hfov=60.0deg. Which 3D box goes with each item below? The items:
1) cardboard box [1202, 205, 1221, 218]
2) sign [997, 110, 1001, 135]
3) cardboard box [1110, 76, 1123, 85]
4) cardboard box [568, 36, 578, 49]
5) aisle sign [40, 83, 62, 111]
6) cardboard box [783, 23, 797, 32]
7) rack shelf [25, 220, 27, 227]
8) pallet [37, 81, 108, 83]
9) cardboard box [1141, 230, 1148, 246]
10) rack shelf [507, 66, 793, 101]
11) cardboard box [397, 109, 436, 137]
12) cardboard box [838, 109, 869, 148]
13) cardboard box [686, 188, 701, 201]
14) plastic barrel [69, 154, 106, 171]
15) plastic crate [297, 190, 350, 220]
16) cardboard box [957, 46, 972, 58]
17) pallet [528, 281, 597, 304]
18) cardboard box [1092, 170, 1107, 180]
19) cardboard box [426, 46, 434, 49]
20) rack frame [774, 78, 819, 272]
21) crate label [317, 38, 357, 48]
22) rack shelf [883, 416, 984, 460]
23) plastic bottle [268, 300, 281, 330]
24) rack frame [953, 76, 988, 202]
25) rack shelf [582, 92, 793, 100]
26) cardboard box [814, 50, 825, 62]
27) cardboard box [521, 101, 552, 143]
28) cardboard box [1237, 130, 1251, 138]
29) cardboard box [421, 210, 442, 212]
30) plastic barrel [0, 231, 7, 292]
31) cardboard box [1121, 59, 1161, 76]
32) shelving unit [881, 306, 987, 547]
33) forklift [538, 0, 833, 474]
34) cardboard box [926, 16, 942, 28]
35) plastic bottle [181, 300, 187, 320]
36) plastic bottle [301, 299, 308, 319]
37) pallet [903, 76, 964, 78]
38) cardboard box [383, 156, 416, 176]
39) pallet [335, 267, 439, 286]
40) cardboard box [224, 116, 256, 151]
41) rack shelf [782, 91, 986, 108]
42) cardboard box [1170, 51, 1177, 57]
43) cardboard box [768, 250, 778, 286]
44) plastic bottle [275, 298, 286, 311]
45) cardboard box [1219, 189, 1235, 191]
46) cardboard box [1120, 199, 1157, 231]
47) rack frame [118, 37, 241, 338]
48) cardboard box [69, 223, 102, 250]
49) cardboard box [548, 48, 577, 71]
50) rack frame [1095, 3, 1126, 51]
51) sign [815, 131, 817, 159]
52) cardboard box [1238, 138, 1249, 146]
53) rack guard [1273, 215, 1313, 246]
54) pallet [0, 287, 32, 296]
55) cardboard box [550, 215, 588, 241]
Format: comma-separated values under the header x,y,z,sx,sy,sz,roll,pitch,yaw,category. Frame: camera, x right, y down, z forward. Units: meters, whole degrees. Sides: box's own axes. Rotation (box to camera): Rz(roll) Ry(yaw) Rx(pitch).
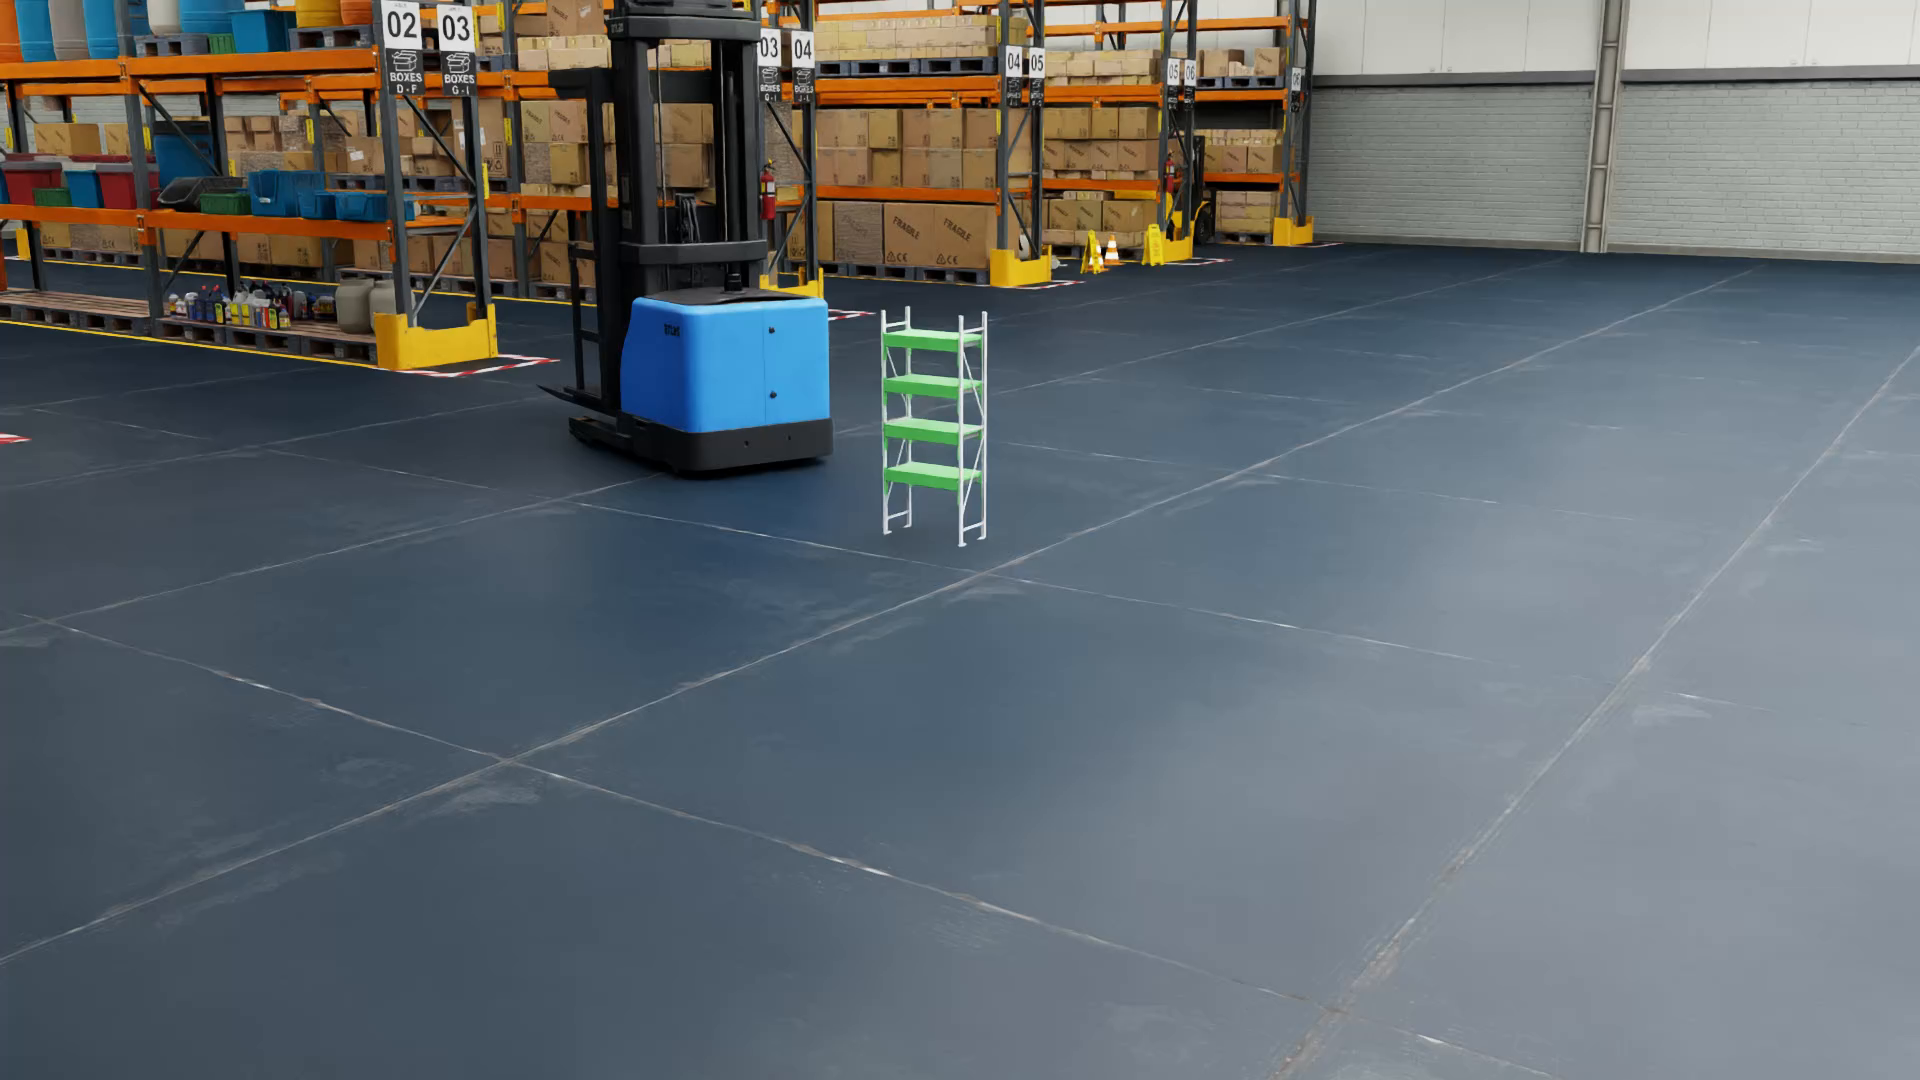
x,y,z,sx,sy,sz,roll,pitch,yaw,category
4.856,-6.324,31.935,0.500,0.250,0.500,9,16,32,cardboard box
0.524,-5.655,22.521,0.005,0.325,0.100,9,17,33,sign
2.639,-7.480,27.077,0.250,0.149,0.380,10,17,34,cardboard box
-4.535,-6.030,20.178,0.250,0.149,0.380,10,17,34,cardboard box
-15.182,-7.586,27.814,0.004,0.787,0.394,9,17,33,aisle sign
-2.368,-7.477,24.325,0.250,0.149,0.380,9,17,33,cardboard box
-13.075,-4.113,20.692,4.000,0.370,1.077,9,17,33,rack shelf
-14.668,-7.570,27.102,1.213,0.211,1.003,9,17,33,pallet
3.002,-5.117,28.099,0.500,0.250,0.500,9,17,32,cardboard box
-3.673,-5.484,19.987,4.000,0.370,1.077,9,17,33,rack shelf
-9.660,-7.381,29.488,0.500,0.500,0.500,9,16,31,cardboard box
-1.301,-6.011,24.302,0.550,0.550,0.875,9,17,33,cardboard box
-3.007,-4.077,19.574,0.250,0.149,0.380,9,17,33,cardboard box
-9.736,-4.052,18.666,0.433,0.535,0.433,0,14,0,plastic barrel
-5.896,-3.144,15.593,0.408,0.251,0.499,9,17,33,plastic crate
0.165,-6.681,22.769,0.250,0.149,0.380,9,17,33,cardboard box
-4.755,-3.208,21.344,1.213,0.211,1.003,9,17,33,pallet
2.384,-6.049,27.539,0.250,0.149,0.380,10,17,34,cardboard box
-6.944,-6.423,21.897,0.250,0.166,0.380,9,16,31,cardboard box
-2.480,-5.620,25.285,0.127,3.000,1.000,9,17,33,rack frame
-6.146,-4.822,16.126,0.408,0.251,0.502,9,17,33,crate label
-0.137,-0.543,8.784,0.480,0.148,0.258,9,17,33,rack shelf
-6.653,-2.187,16.152,0.133,0.283,0.061,10,17,34,plastic bottle
0.198,-6.621,29.327,0.127,3.000,1.000,9,17,33,rack frame
-4.140,-6.995,26.094,4.000,0.370,1.077,9,17,33,rack shelf
-1.946,-7.022,24.146,0.250,0.149,0.380,9,17,33,cardboard box
-5.101,-5.212,20.728,0.500,0.500,0.500,9,17,33,cardboard box
5.415,-7.645,31.287,0.250,0.149,0.380,10,17,34,cardboard box
-9.722,-5.962,30.487,0.250,0.149,0.380,9,16,32,cardboard box
-11.831,-3.406,19.984,0.708,0.830,0.600,9,17,33,plastic barrel
2.942,-7.627,26.842,0.500,0.250,0.500,9,16,32,cardboard box
-0.137,-0.605,8.769,0.503,1.200,0.258,9,17,33,shelving unit
-2.079,-2.138,11.360,1.130,2.935,3.031,-10,17,-34,forklift
-0.265,-7.137,22.953,0.250,0.149,0.380,10,17,34,cardboard box
-7.908,-2.355,17.003,0.097,0.201,0.097,0,14,0,plastic bottle
-6.728,-2.382,17.110,0.097,0.201,0.097,0,14,0,plastic bottle
-0.255,-8.090,29.409,1.003,0.211,1.213,9,17,33,pallet
-7.389,-5.042,22.386,0.500,0.250,0.500,9,16,31,cardboard box
-8.004,-3.723,23.422,1.213,0.211,1.003,9,17,33,pallet
-10.349,-5.995,24.501,0.637,0.503,0.797,10,17,35,cardboard box
-1.461,-7.996,30.136,4.000,0.370,1.077,9,17,33,rack shelf
3.336,-7.894,27.090,0.250,0.149,0.380,9,17,32,cardboard box
-2.522,-3.186,19.779,0.500,0.500,0.500,13,19,43,cardboard box
-6.681,-2.235,16.348,0.133,0.283,0.061,9,17,33,plastic bottle
5.166,-6.667,32.280,0.500,0.250,0.500,9,17,32,cardboard box
2.982,-5.484,28.022,0.500,0.500,0.500,9,16,31,cardboard box
-8.097,-3.657,17.355,0.127,3.000,1.000,9,17,33,rack frame
-13.959,-5.235,27.275,0.875,0.875,0.875,9,17,33,cardboard box
-4.660,-5.847,20.269,0.500,0.250,0.500,9,17,32,cardboard box
2.965,-10.523,32.606,0.127,3.000,1.000,9,17,33,rack frame
-1.711,-4.637,19.511,0.005,0.325,0.100,9,17,33,sign
5.431,-7.504,31.336,0.250,0.149,0.380,10,17,34,cardboard box
6.304,-5.858,31.447,0.348,0.500,1.175,9,17,33,rack guard
-12.093,-2.938,20.251,1.213,0.211,1.003,9,17,33,pallet
-6.492,-5.183,27.848,0.500,0.500,0.500,9,17,33,cardboard box
